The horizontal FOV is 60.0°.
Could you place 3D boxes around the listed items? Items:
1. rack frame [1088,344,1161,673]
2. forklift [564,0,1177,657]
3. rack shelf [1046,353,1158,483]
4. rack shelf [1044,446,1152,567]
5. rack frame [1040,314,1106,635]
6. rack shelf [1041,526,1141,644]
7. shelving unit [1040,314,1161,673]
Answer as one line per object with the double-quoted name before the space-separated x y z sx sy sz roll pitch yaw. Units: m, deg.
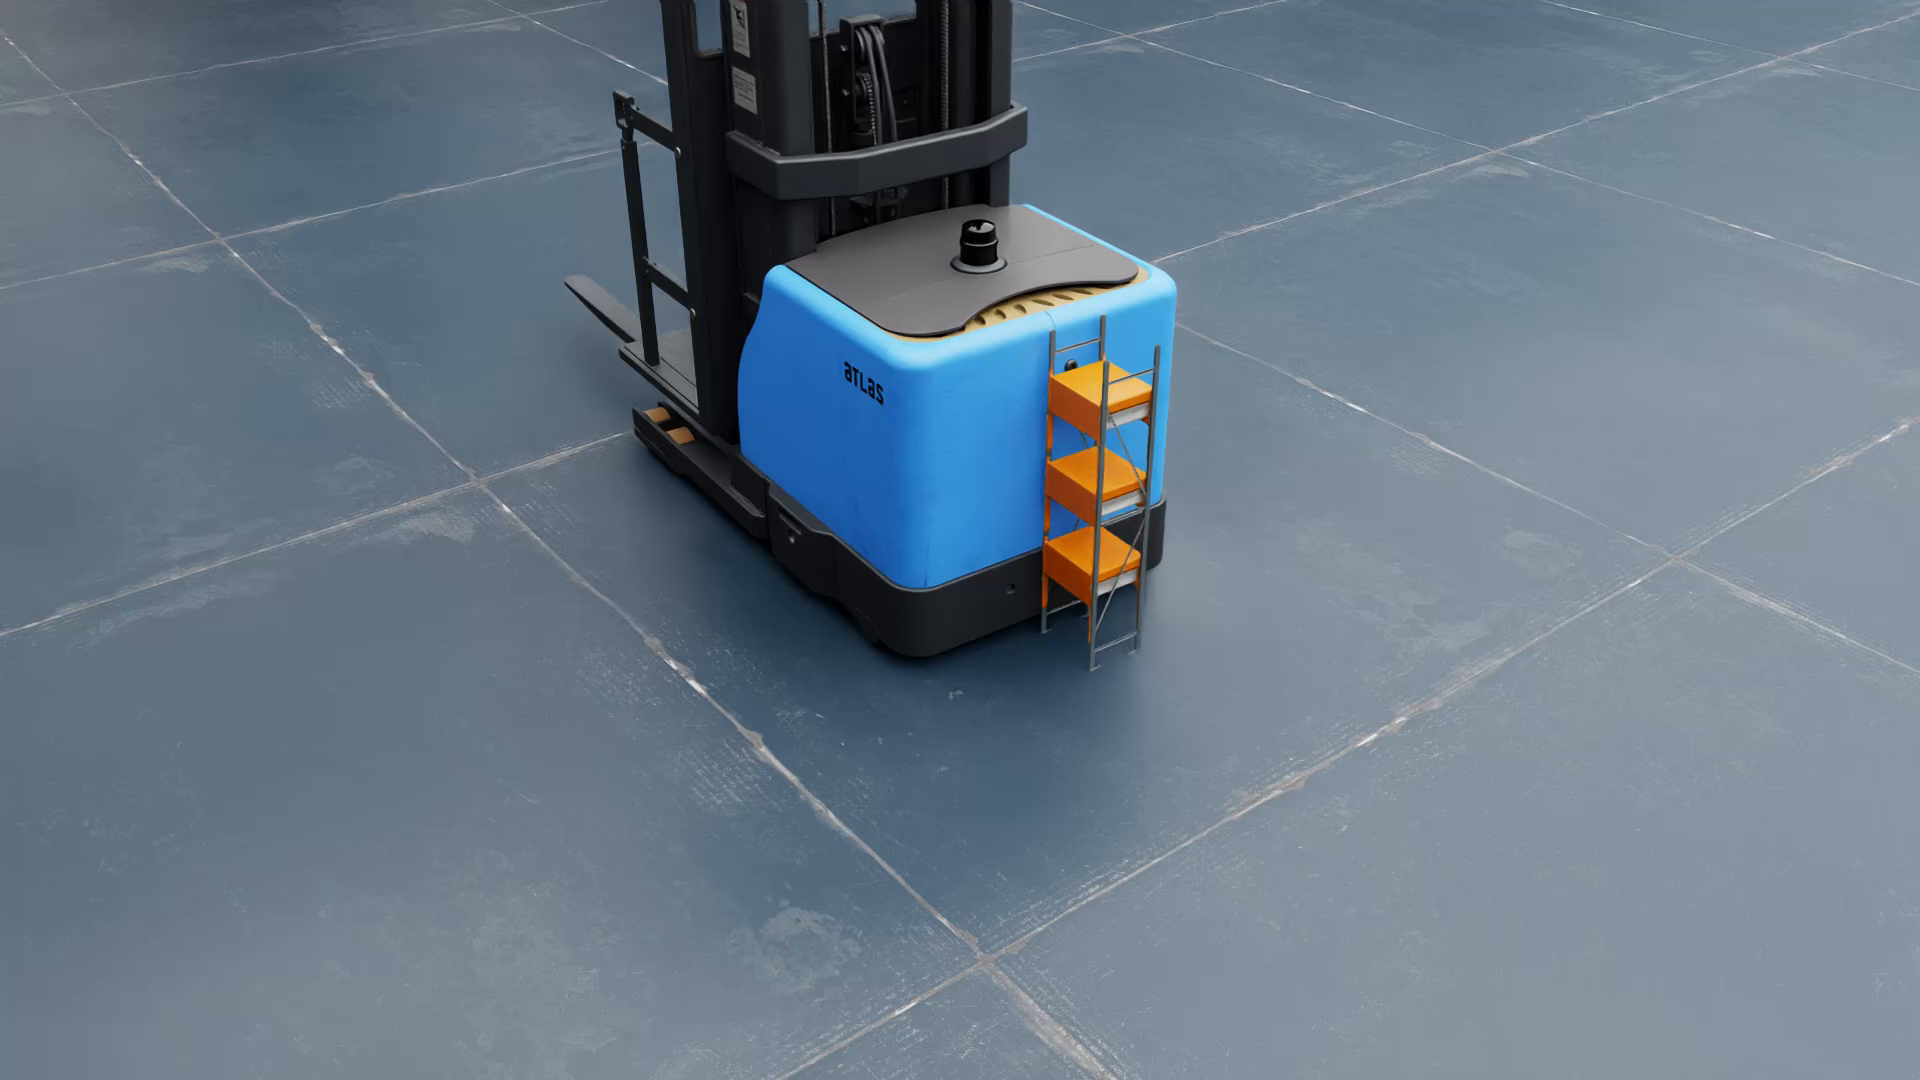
"rack frame" 0.476 -0.070 4.868 0.200 1.050 0.008 -20 37 -29
"forklift" -0.573 -1.622 5.583 1.130 2.935 3.031 -20 37 -29
"rack shelf" 0.408 -0.355 4.809 0.215 0.259 0.240 -20 37 -29
"rack shelf" 0.408 -0.114 4.959 0.215 0.259 0.240 -20 37 -29
"rack frame" 0.339 -0.177 5.039 0.200 1.050 0.008 -20 37 -29
"rack shelf" 0.408 0.122 5.106 0.215 0.259 0.240 -20 37 -29
"shelving unit" 0.408 -0.123 4.954 0.215 1.050 0.252 -20 37 -29
